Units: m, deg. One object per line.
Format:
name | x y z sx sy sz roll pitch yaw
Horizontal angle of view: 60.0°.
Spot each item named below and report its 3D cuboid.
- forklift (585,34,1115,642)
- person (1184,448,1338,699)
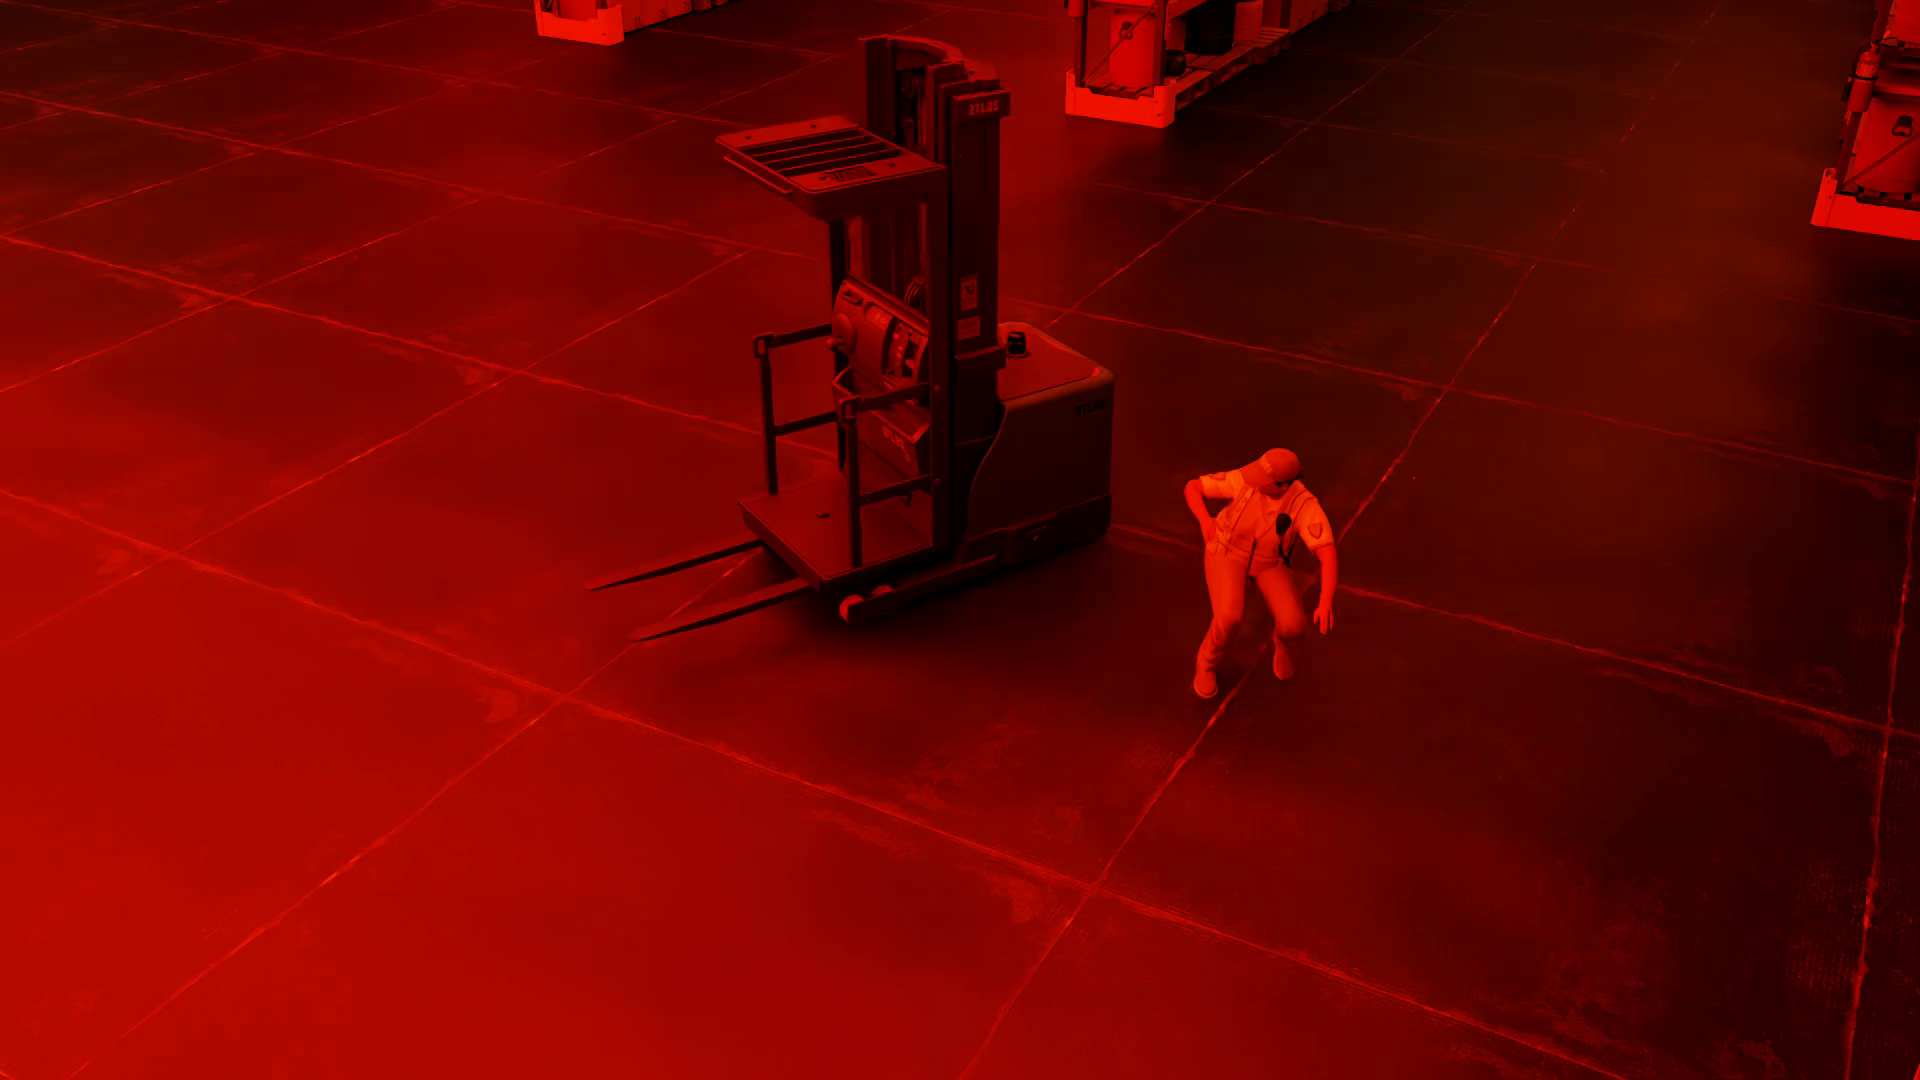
forklift | -0.611 -1.100 8.976 3.031 2.935 1.130 -18 34 -28
person | 1.479 0.175 8.338 0.739 1.412 0.909 2 30 3
